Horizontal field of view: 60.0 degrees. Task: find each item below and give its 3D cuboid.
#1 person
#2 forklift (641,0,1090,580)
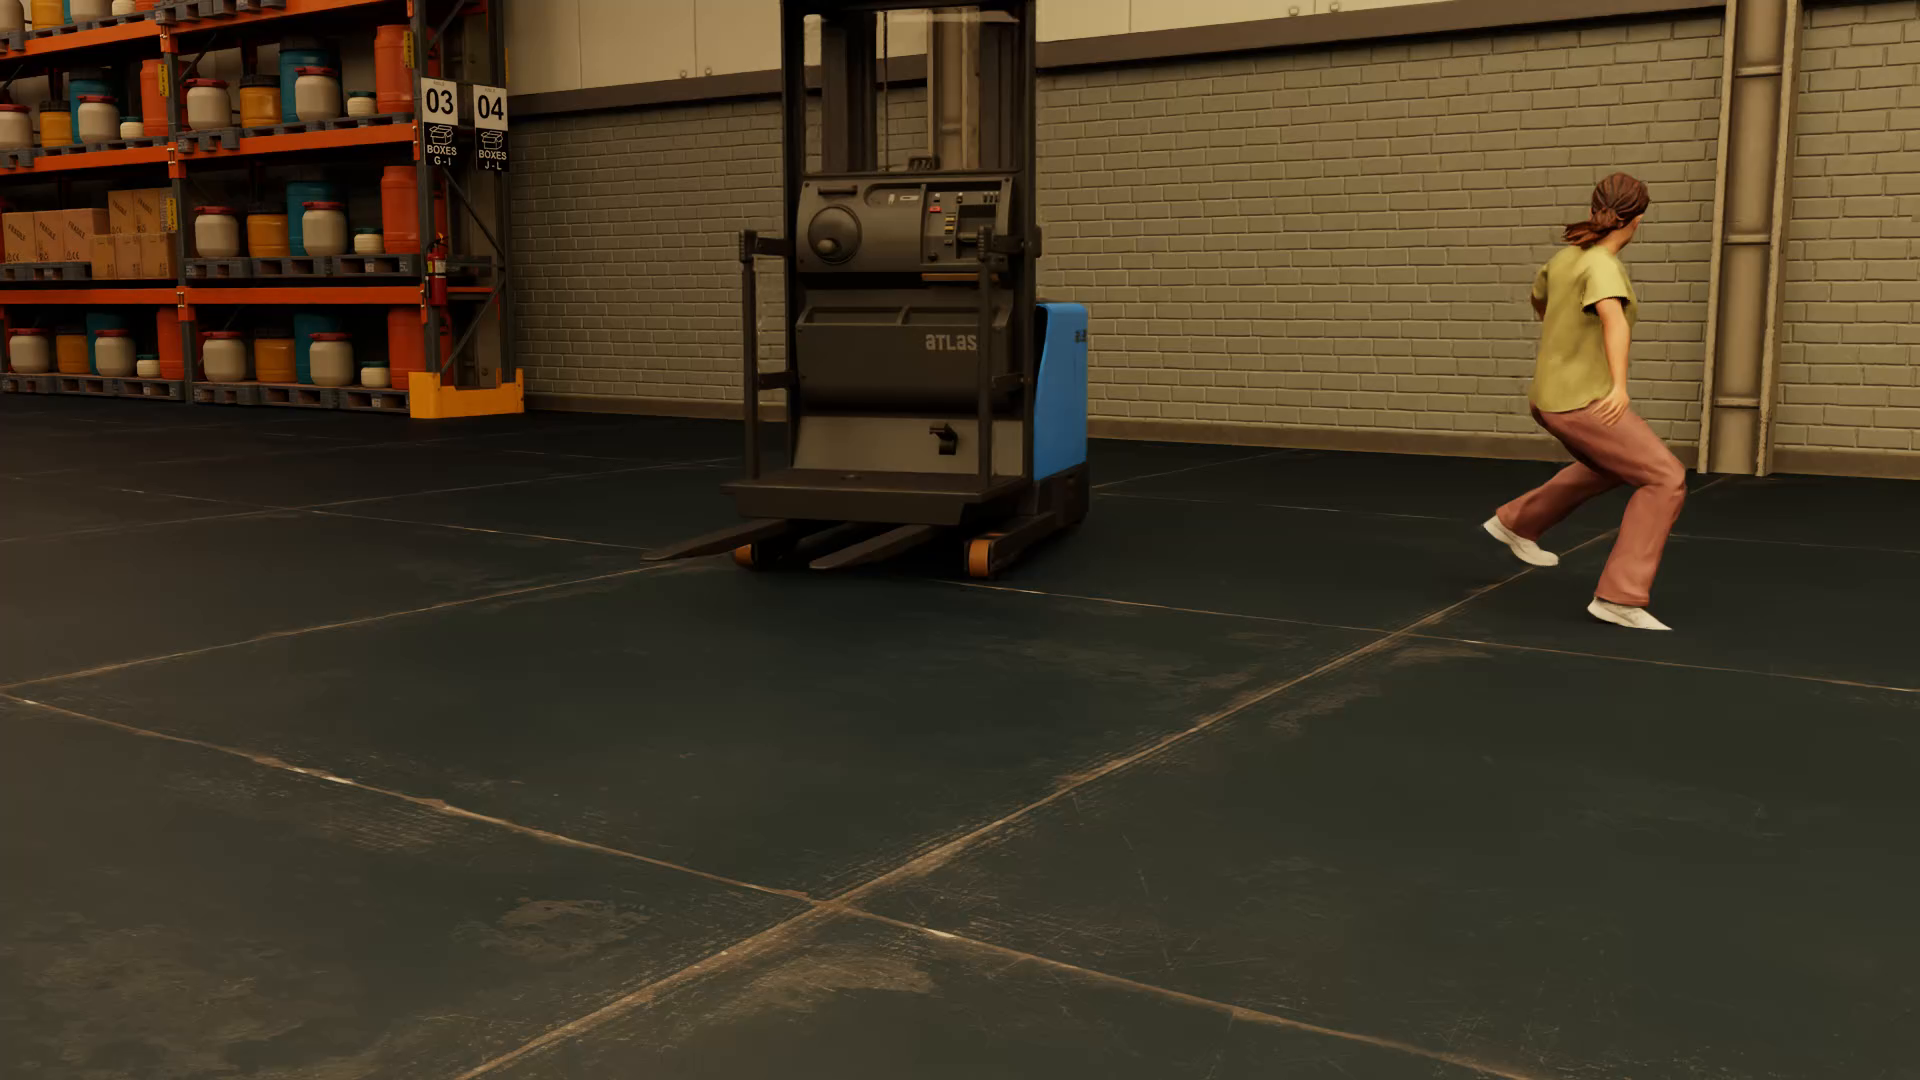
[{"bbox_3d":[2.201,-0.477,5.775,0.508,1.567,1.073,1,8,5],"label":"person"},{"bbox_3d":[-0.297,-1.356,6.730,1.130,2.935,3.031,3,8,17],"label":"forklift"}]
